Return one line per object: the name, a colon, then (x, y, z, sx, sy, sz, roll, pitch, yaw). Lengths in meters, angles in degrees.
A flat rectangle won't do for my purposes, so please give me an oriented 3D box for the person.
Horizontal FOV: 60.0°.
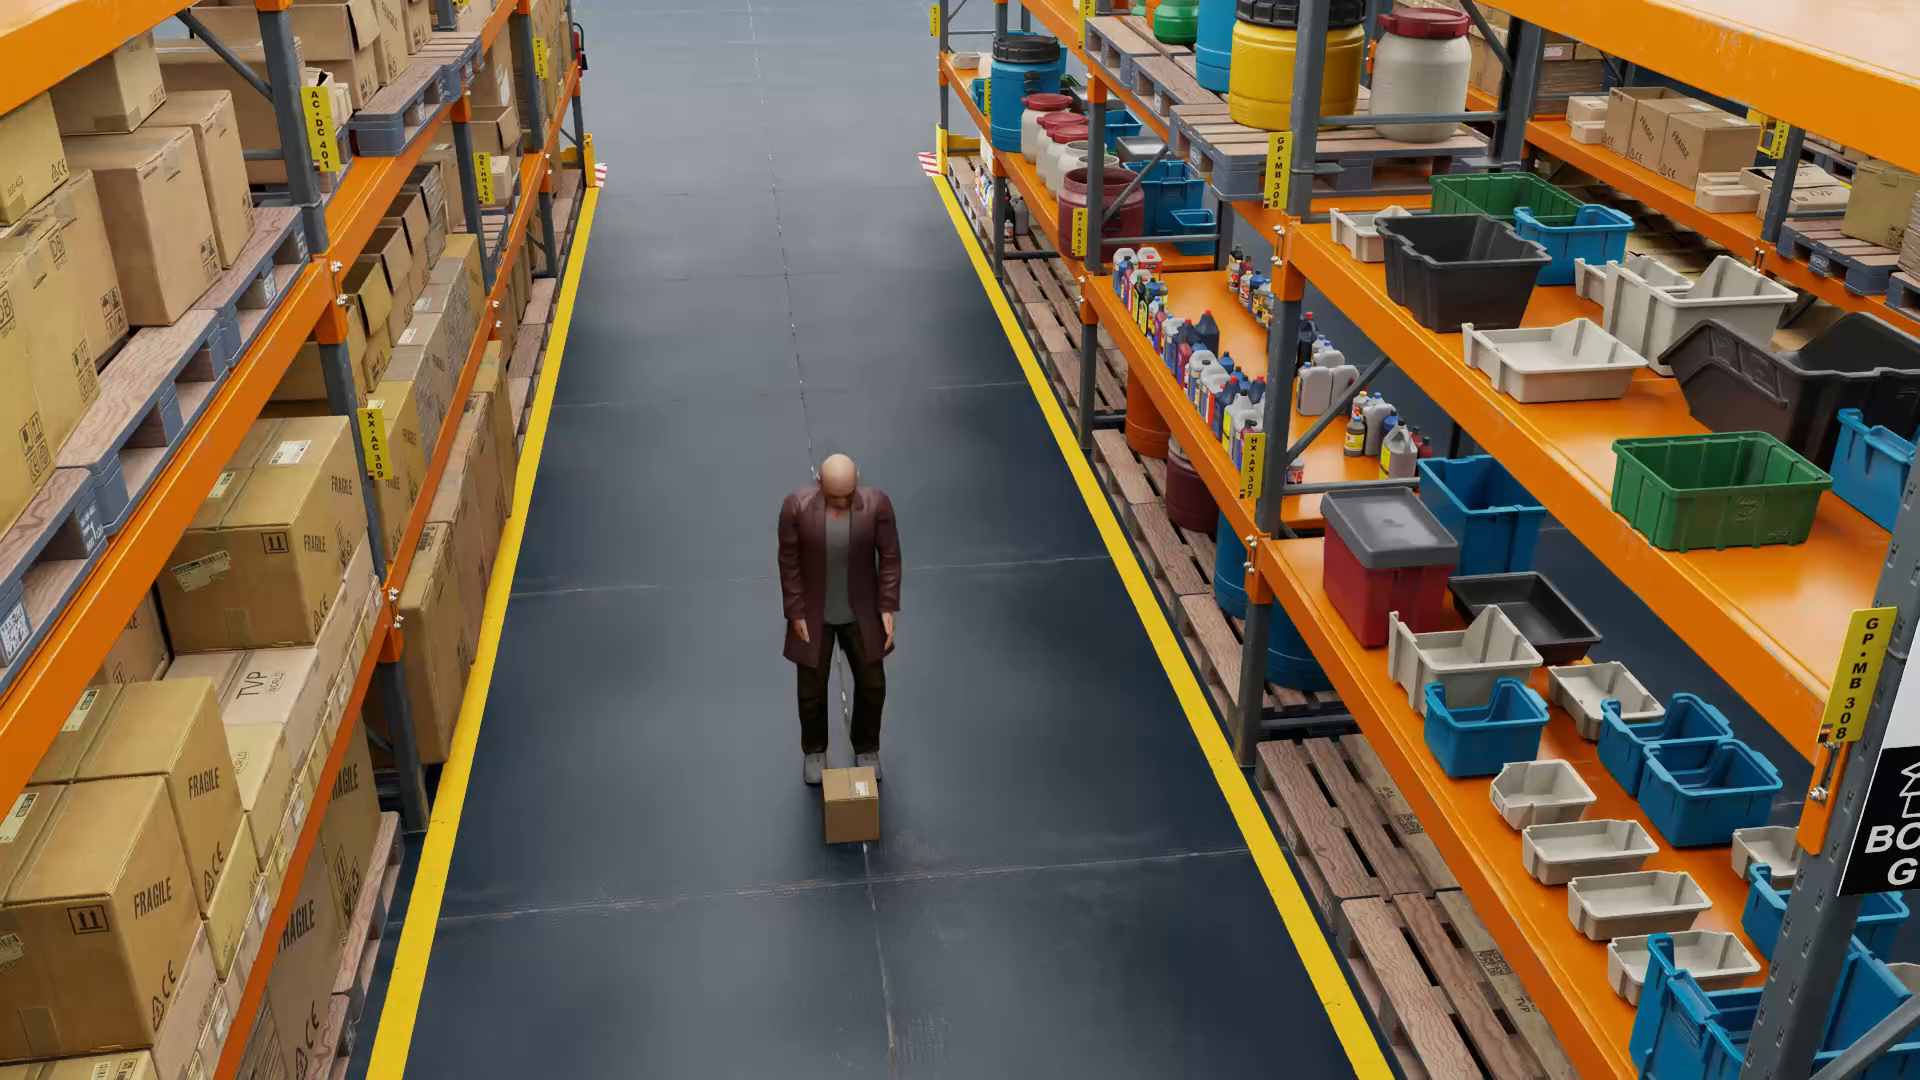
person: (-0.567, 0.153, 7.888, 0.587, 0.963, 0.396, -3, 27, -6)
